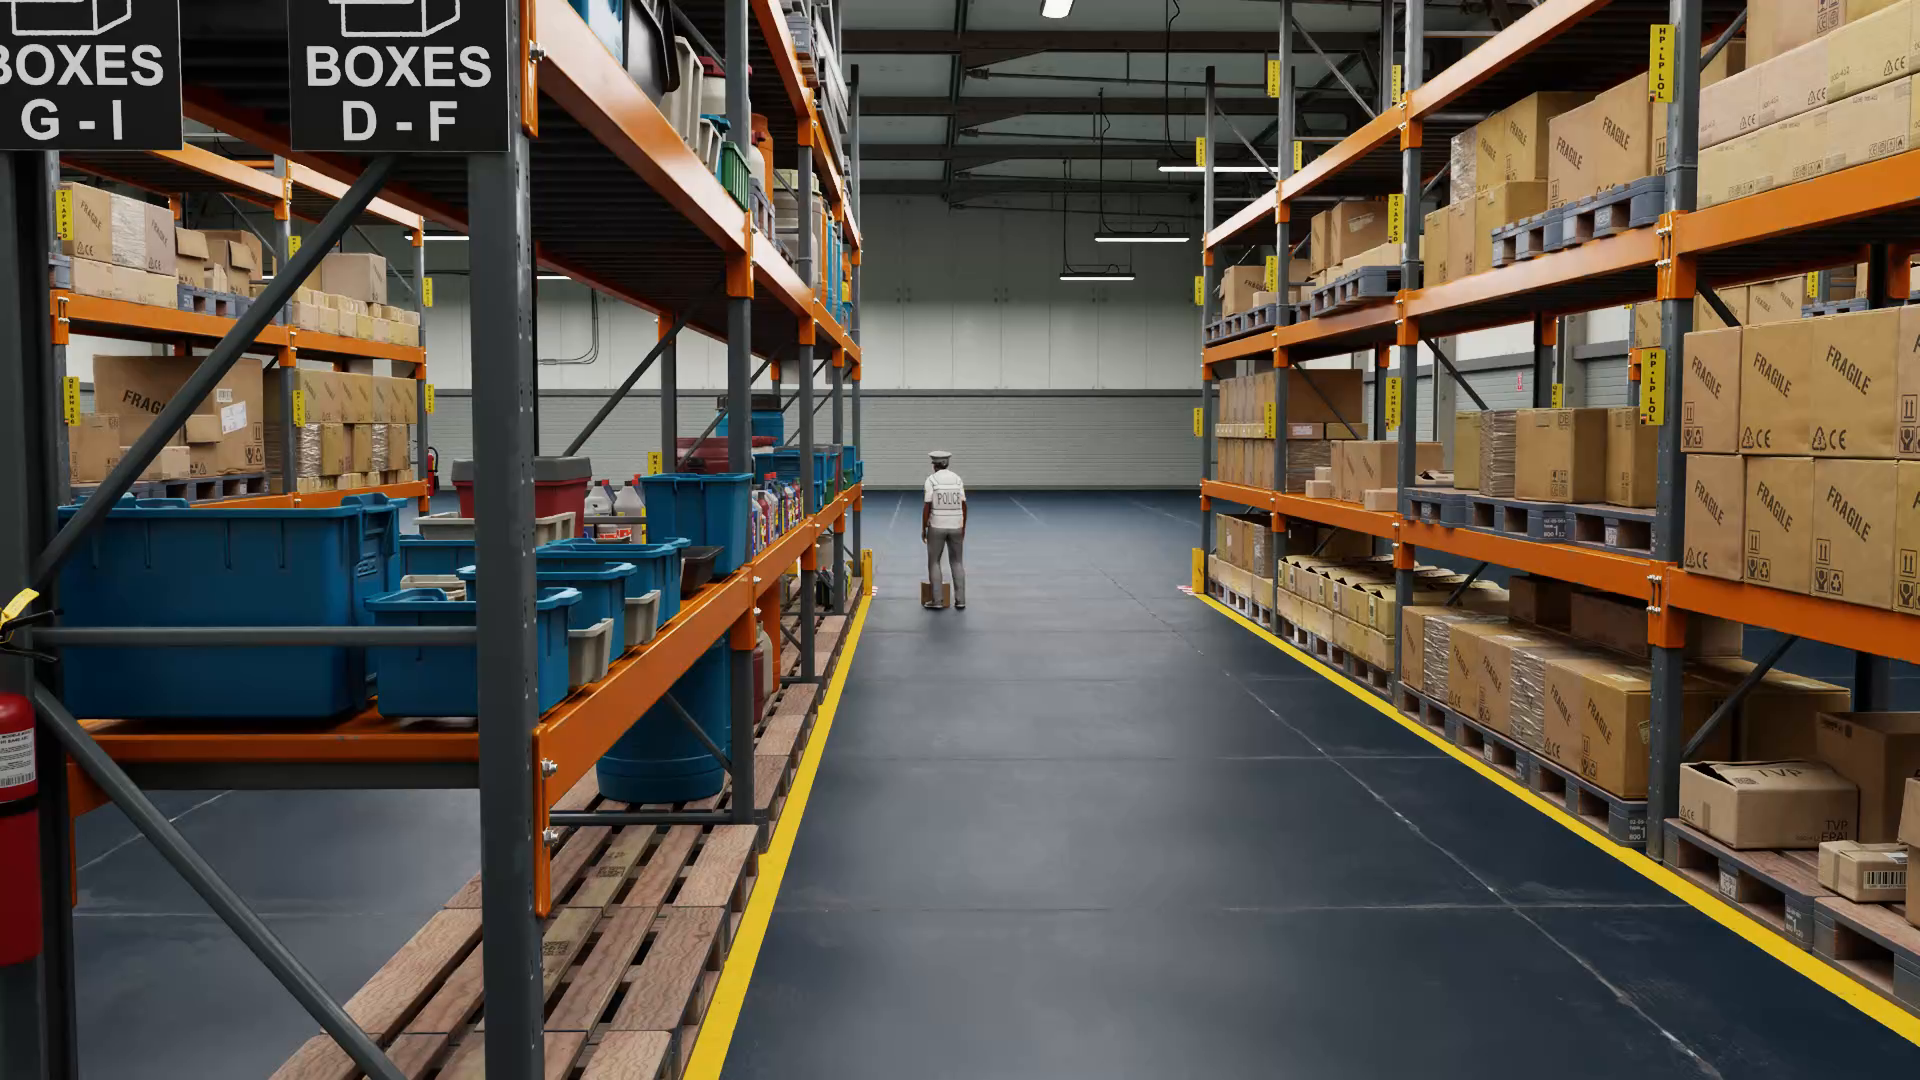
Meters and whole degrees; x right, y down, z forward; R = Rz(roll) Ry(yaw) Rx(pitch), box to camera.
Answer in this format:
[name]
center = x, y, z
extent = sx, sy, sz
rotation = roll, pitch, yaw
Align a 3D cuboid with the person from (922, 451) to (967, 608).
[person]
center = -0.158, -0.107, 17.584
extent = 0.510, 1.659, 0.395
rotation = -1, 4, -20
